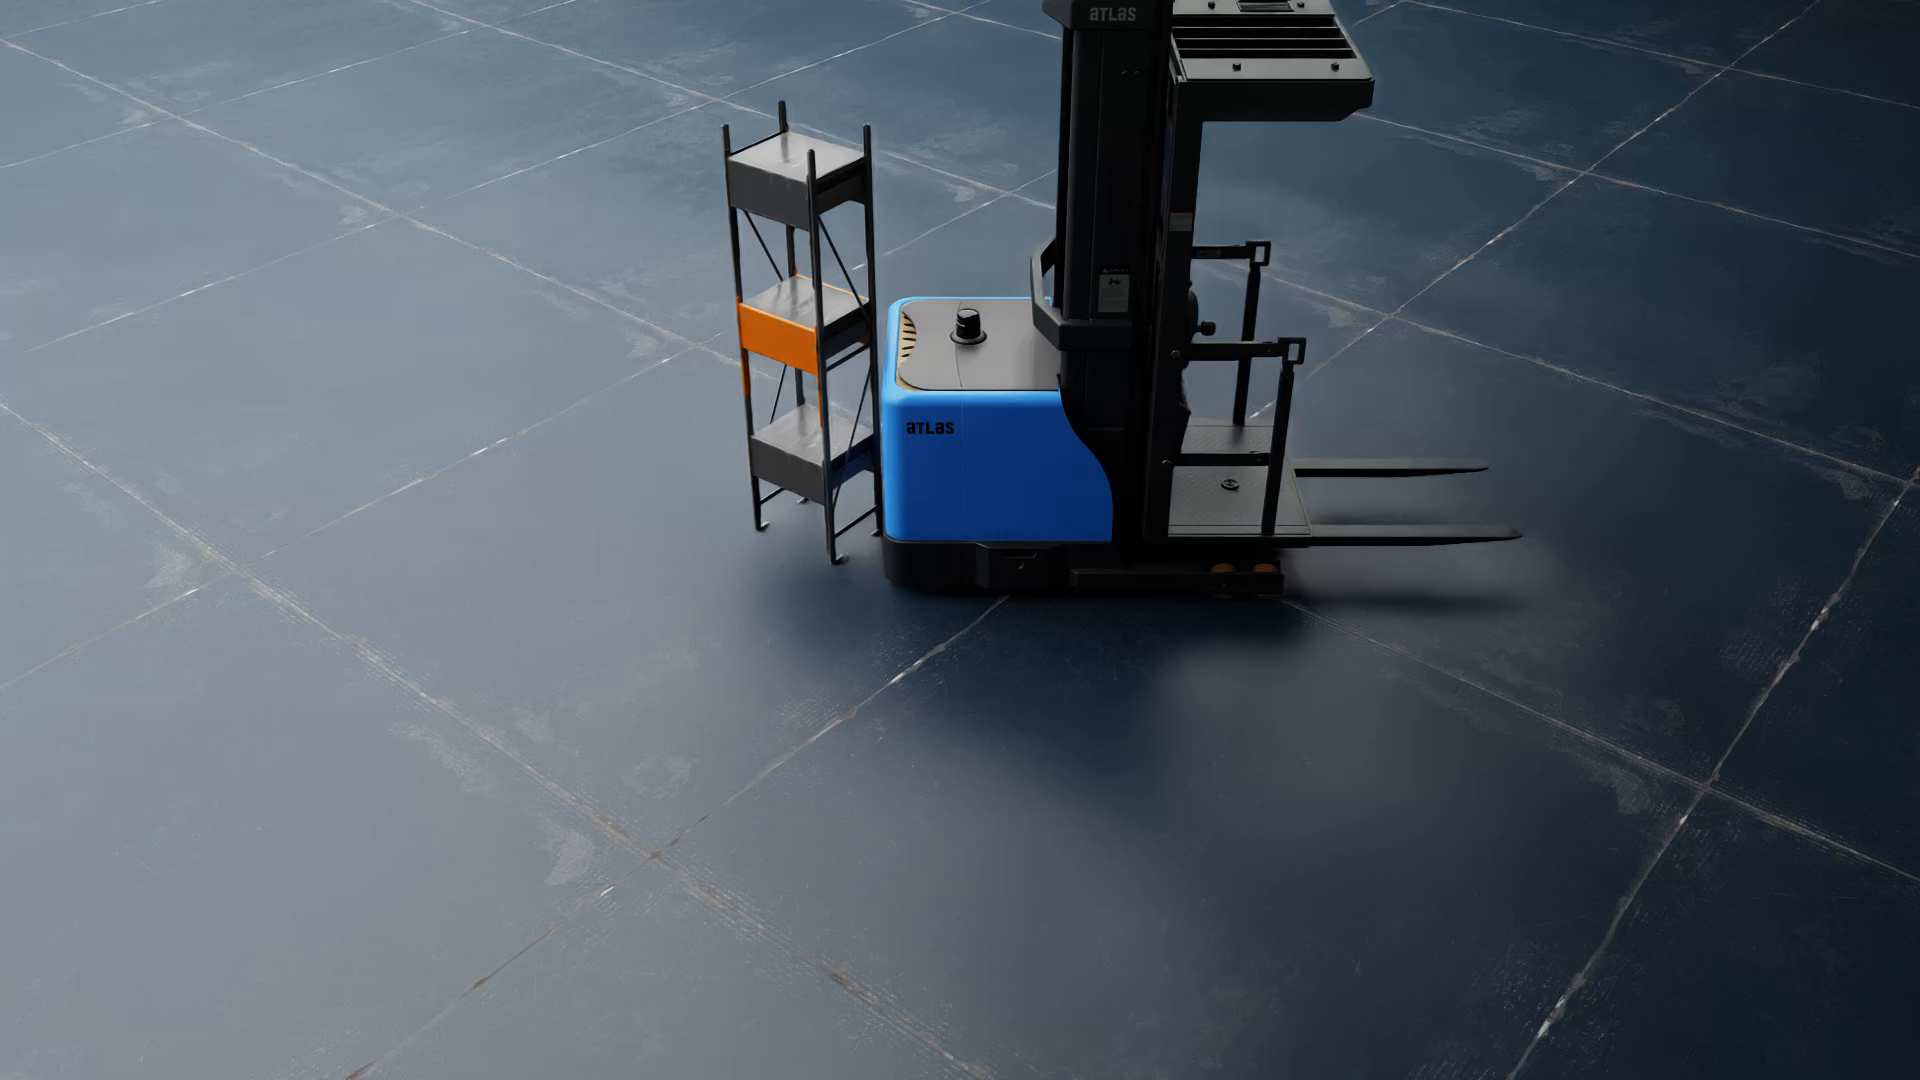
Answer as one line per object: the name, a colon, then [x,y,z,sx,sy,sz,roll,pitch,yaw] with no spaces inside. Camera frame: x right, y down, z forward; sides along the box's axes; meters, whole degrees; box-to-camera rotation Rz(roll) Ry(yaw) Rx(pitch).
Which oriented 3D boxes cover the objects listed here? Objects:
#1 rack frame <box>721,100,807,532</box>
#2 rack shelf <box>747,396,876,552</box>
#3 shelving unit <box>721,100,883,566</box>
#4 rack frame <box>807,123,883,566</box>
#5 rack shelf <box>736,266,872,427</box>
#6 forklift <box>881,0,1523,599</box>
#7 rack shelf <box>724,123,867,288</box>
rack frame: [-0.901,-0.998,7.849,0.015,2.100,0.400,23,41,30]
rack shelf: [-0.705,-0.328,8.133,0.480,0.518,0.431,23,41,30]
shelving unit: [-0.705,-0.916,7.729,0.503,2.100,0.431,23,41,30]
rack frame: [-0.509,-0.833,7.609,0.015,2.100,0.400,23,41,30]
rack shelf: [-0.705,-0.905,7.737,0.480,0.518,0.431,23,41,30]
forklift: [1.155,-1.233,7.457,3.031,2.935,1.130,0,34,0]
rack shelf: [-0.705,-1.482,7.340,0.480,0.518,0.431,23,41,30]
